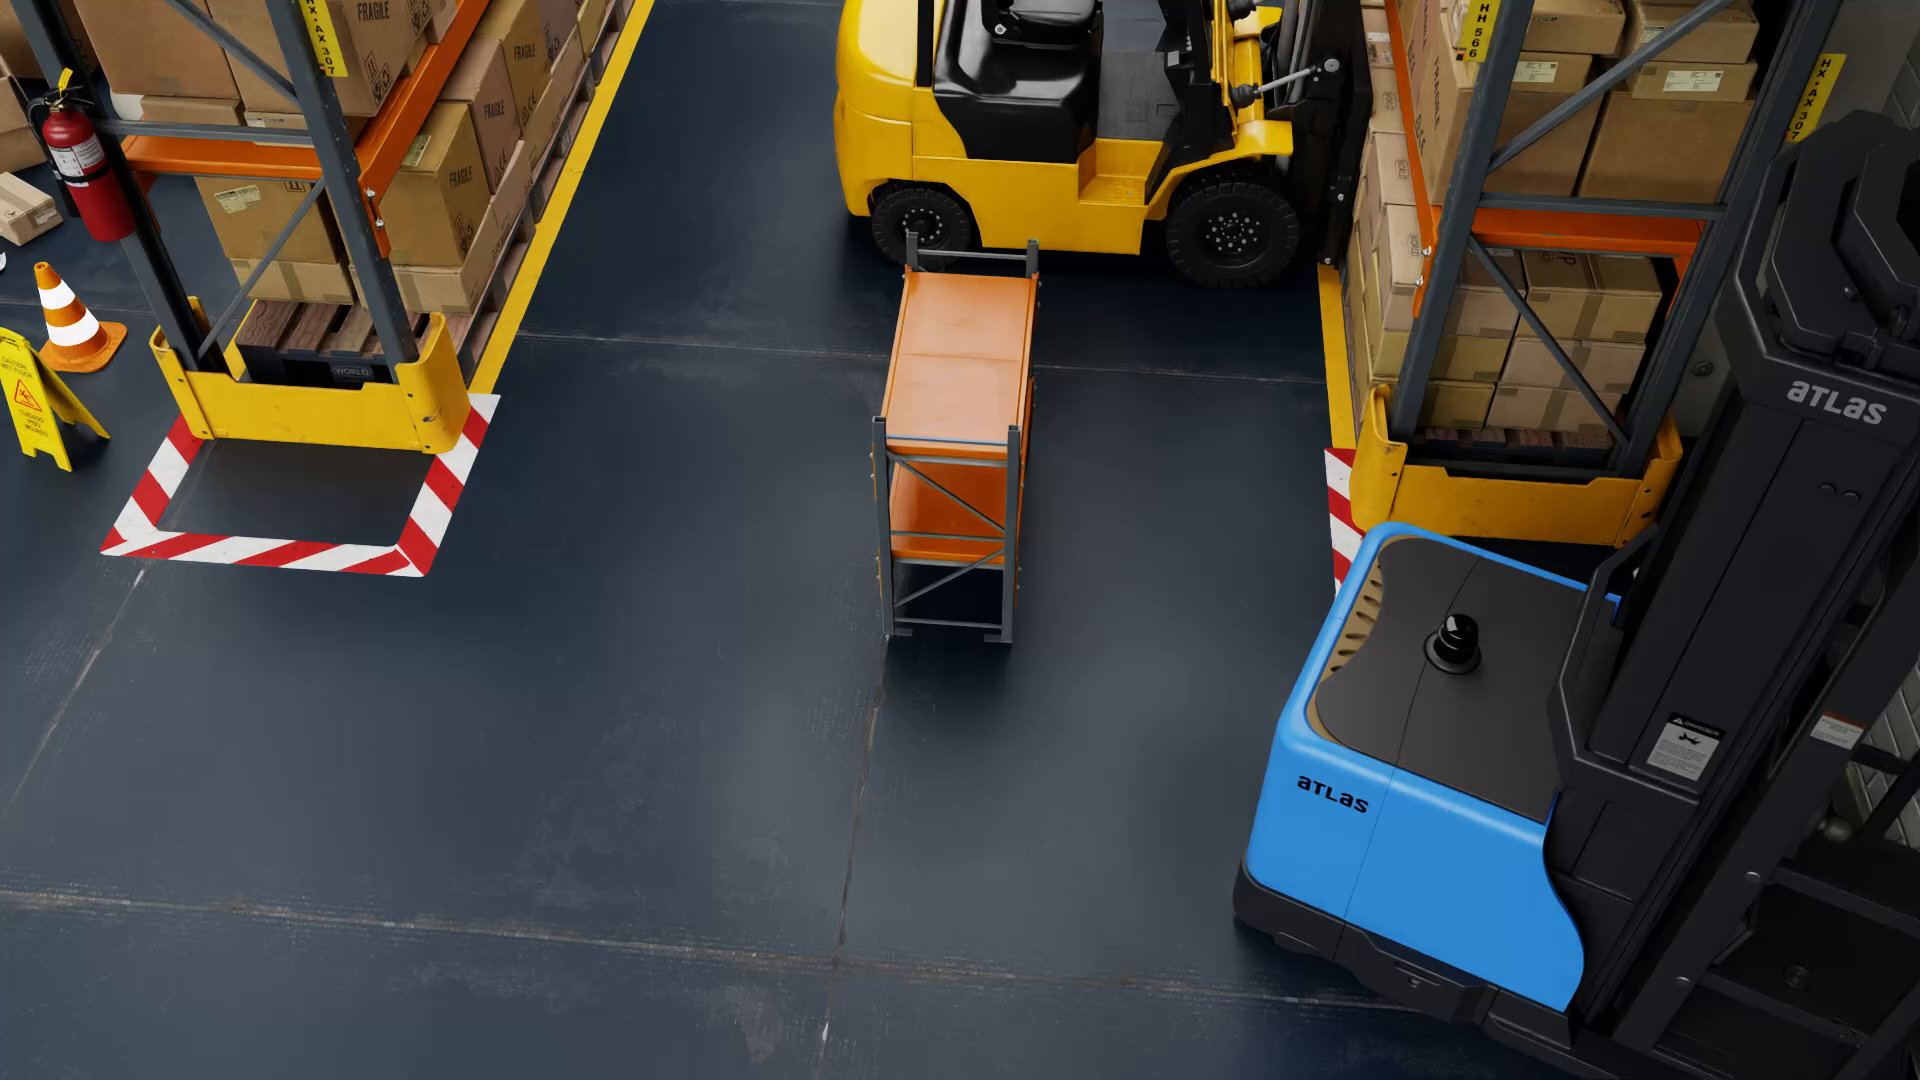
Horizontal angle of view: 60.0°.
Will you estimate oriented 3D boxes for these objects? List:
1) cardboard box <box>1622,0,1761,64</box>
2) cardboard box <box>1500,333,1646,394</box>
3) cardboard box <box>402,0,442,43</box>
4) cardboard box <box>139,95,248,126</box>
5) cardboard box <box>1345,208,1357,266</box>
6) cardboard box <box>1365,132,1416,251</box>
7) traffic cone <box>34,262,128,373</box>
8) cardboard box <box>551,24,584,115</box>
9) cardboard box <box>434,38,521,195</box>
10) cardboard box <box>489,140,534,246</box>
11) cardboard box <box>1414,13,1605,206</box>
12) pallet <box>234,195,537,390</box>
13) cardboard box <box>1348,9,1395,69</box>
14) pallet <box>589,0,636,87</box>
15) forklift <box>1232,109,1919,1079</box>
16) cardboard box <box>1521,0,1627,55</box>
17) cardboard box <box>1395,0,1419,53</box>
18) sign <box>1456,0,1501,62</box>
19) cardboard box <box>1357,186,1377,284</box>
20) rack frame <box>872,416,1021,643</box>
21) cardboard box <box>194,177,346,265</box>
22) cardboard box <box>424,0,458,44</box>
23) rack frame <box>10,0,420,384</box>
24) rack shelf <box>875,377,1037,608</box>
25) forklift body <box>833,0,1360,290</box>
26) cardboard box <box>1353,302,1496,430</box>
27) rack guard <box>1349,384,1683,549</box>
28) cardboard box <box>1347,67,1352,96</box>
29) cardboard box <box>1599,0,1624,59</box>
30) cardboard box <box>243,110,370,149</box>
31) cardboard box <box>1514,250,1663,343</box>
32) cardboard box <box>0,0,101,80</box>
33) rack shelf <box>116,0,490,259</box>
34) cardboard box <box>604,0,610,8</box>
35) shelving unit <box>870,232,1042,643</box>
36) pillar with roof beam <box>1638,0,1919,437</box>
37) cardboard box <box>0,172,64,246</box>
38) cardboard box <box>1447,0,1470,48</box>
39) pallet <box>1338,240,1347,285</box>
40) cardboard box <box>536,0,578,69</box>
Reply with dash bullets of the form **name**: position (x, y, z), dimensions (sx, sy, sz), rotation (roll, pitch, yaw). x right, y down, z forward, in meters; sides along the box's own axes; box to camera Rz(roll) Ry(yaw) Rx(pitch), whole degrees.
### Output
- **cardboard box**: position (2.449, -1.739, 5.599), dimensions (0.380, 0.149, 0.250), rotation (3, 48, 3)
- **cardboard box**: position (2.455, -0.868, 6.751), dimensions (0.500, 0.250, 0.500), rotation (5, 48, 4)
- **cardboard box**: position (-2.375, -2.329, 6.578), dimensions (0.500, 0.500, 0.500), rotation (5, 48, 5)
- **cardboard box**: position (-2.917, -1.689, 6.432), dimensions (0.380, 0.149, 0.250), rotation (5, 48, 5)
- **cardboard box**: position (2.043, -1.466, 7.637), dimensions (0.500, 0.250, 0.500), rotation (4, 48, 4)
- **cardboard box**: position (1.977, -1.440, 6.935), dimensions (0.500, 0.250, 0.500), rotation (5, 48, 4)
- **traffic cone**: position (-3.984, -1.031, 7.380), dimensions (0.336, 0.463, 0.334), rotation (4, 48, 4)
- **cardboard box**: position (-2.249, -2.420, 8.509), dimensions (0.500, 0.250, 0.500), rotation (5, 48, 4)
- **cardboard box**: position (-2.344, -1.928, 7.551), dimensions (0.500, 0.500, 0.500), rotation (2, 48, 2)
- **cardboard box**: position (-2.335, -1.647, 7.803), dimensions (0.500, 0.250, 0.500), rotation (5, 48, 5)
- **cardboard box**: position (1.989, -1.567, 6.082), dimensions (0.500, 0.500, 0.500), rotation (3, 48, 3)
- **pallet**: position (-2.622, -1.194, 7.699), dimensions (1.003, 0.211, 1.213), rotation (4, 48, 4)
- **cardboard box**: position (2.067, -2.183, 7.615), dimensions (0.500, 0.250, 0.500), rotation (3, 48, 3)
- **pallet**: position (-2.400, -2.987, 9.339), dimensions (1.003, 0.211, 1.213), rotation (4, 48, 4)
- **forklift**: position (2.459, 0.465, 4.338), dimensions (3.031, 2.935, 1.130), rotation (21, 51, 18)
- **cardboard box**: position (2.028, -1.784, 5.640), dimensions (0.380, 0.149, 0.250), rotation (4, 48, 4)
- **cardboard box**: position (2.091, -2.324, 6.775), dimensions (0.500, 0.500, 0.500), rotation (3, 48, 3)
- **sign**: position (1.666, -1.671, 5.300), dimensions (0.100, 0.325, 0.005), rotation (4, 48, 4)
- **cardboard box**: position (1.995, -1.283, 7.130), dimensions (0.500, 0.250, 0.500), rotation (3, 48, 3)
- **rack frame**: position (-0.046, -0.011, 5.998), dimensions (0.500, 1.125, 0.032), rotation (4, 48, 4)
- **cardboard box**: position (-2.925, -1.558, 7.213), dimensions (0.500, 0.500, 0.500), rotation (4, 48, 4)
- **cardboard box**: position (-2.318, -2.195, 6.895), dimensions (0.380, 0.149, 0.250), rotation (5, 48, 4)
- **rack frame**: position (-2.738, -1.485, 6.075), dimensions (1.000, 3.000, 0.127), rotation (4, 48, 4)
- **rack shelf**: position (0.001, -0.220, 6.520), dimensions (0.538, 0.278, 1.000), rotation (4, 48, 4)
- **forklift body**: position (0.561, -2.383, 7.472), dimensions (2.313, 2.155, 1.214), rotation (4, 48, 4)
- **cardboard box**: position (1.933, -0.734, 6.967), dimensions (0.500, 0.250, 0.500), rotation (4, 48, 4)
- **rack guard**: position (2.203, -0.292, 6.679), dimensions (1.175, 0.500, 0.348), rotation (4, 48, 4)
- **cardboard box**: position (2.070, -2.031, 7.815), dimensions (0.500, 0.250, 0.500), rotation (4, 48, 3)
- **cardboard box**: position (2.454, -1.824, 5.878), dimensions (0.380, 0.149, 0.250), rotation (4, 48, 4)
- **cardboard box**: position (-2.501, -1.636, 6.383), dimensions (0.380, 0.149, 0.250), rotation (4, 48, 4)
- **cardboard box**: position (2.438, -1.045, 6.575), dimensions (0.500, 0.250, 0.500), rotation (3, 48, 3)
- **cardboard box**: position (-5.022, -2.837, 8.912), dimensions (0.797, 0.637, 0.503), rotation (4, 48, 4)
- **rack shelf**: position (-2.556, -2.712, 7.685), dimensions (1.077, 0.370, 4.000), rotation (4, 48, 4)
- **cardboard box**: position (-2.160, -3.185, 9.209), dimensions (0.500, 0.250, 0.500), rotation (6, 48, 5)
- **shelving unit**: position (0.001, -0.385, 6.339), dimensions (0.538, 1.125, 1.048), rotation (4, 48, 4)
- **pillar with roof beam**: position (-1.121, -3.919, 4.236), dimensions (9.100, 9.000, 0.400), rotation (4, 48, 4)
- **cardboard box**: position (-4.630, -1.621, 8.132), dimensions (0.380, 0.149, 0.250), rotation (28, 53, 23)
- **cardboard box**: position (1.951, -1.870, 5.920), dimensions (0.380, 0.149, 0.250), rotation (5, 48, 4)
- **pallet**: position (2.347, -1.671, 8.136), dimensions (1.003, 0.211, 1.213), rotation (4, 48, 4)
- **cardboard box**: position (-2.250, -2.689, 8.247), dimensions (0.500, 0.500, 0.500), rotation (6, 48, 6)
